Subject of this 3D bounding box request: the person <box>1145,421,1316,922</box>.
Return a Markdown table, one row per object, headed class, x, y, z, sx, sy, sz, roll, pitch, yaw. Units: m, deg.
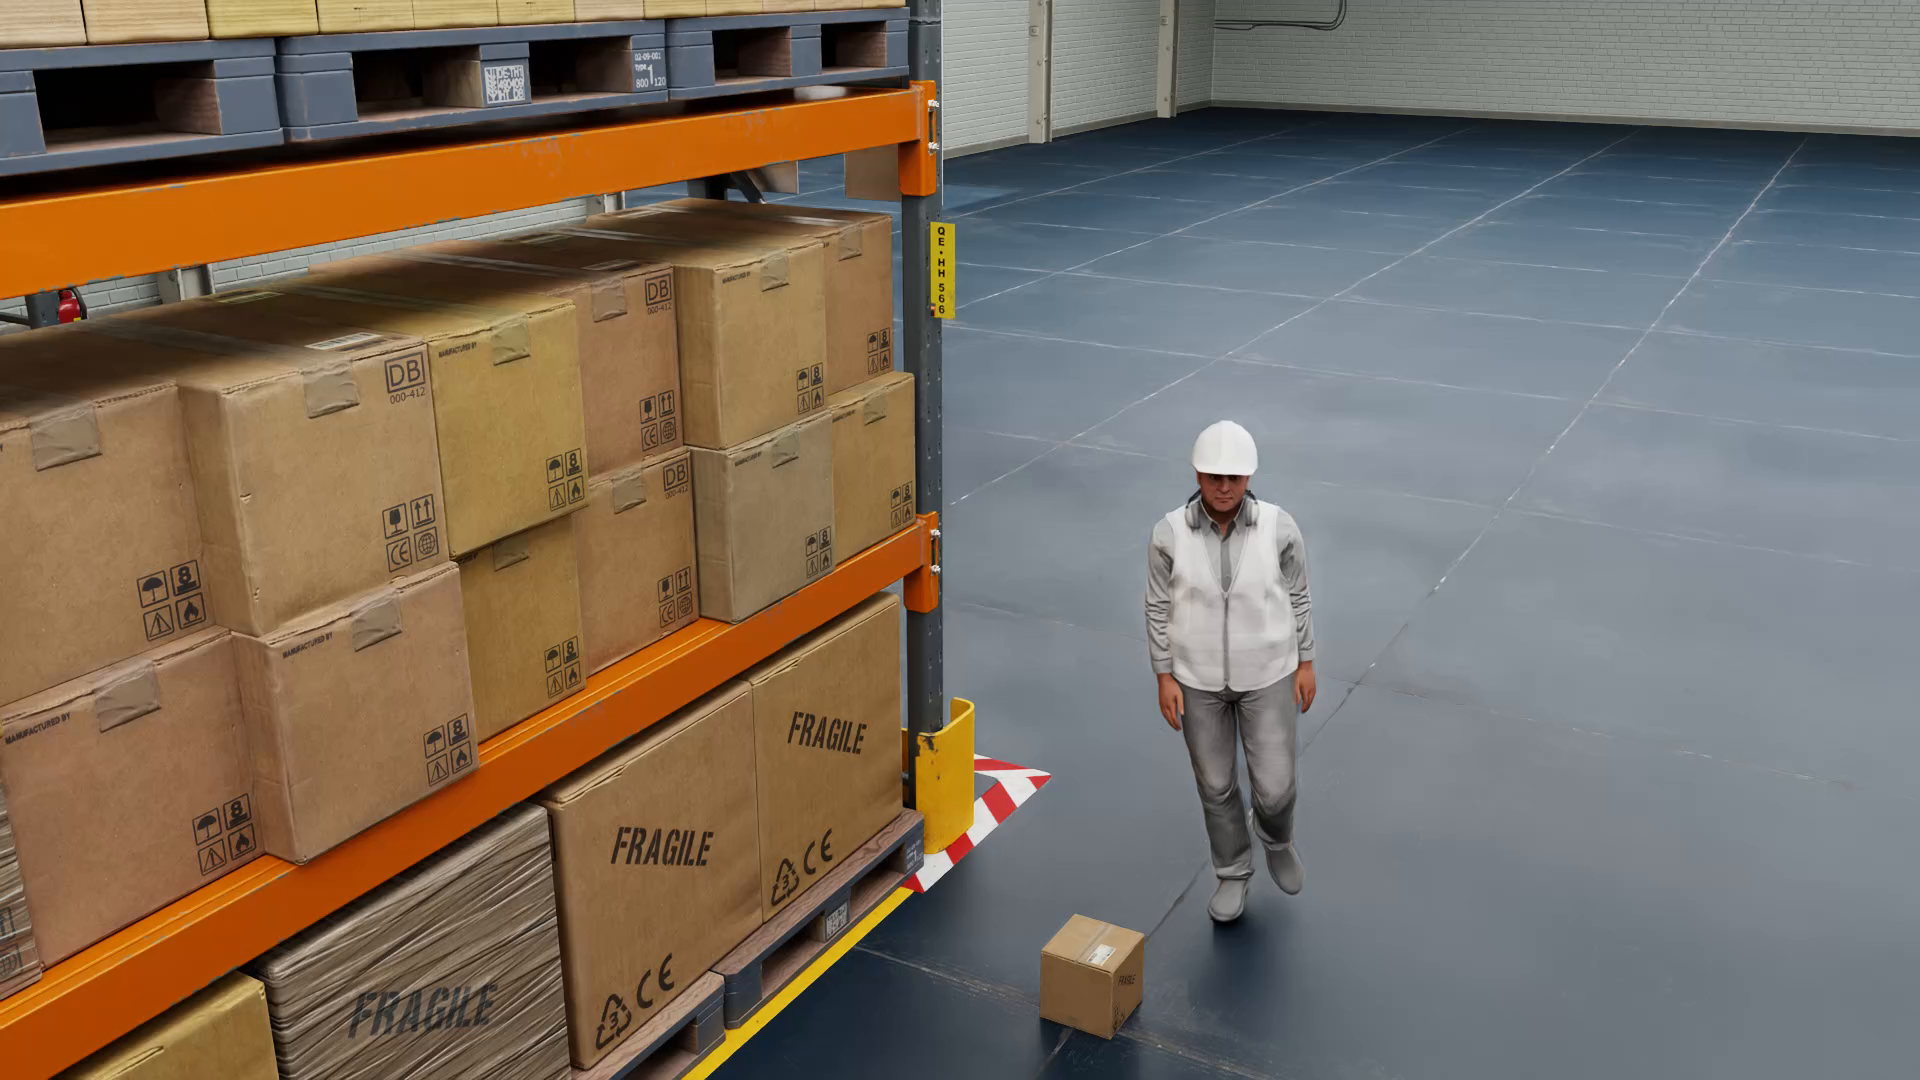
| class | x | y | z | sx | sy | sz | roll | pitch | yaw |
| --- | --- | --- | --- | --- | --- | --- | --- | --- | --- |
| person | 0.917 | 0.457 | 5.663 | 0.596 | 1.767 | 0.462 | 5 | 20 | 14 |
